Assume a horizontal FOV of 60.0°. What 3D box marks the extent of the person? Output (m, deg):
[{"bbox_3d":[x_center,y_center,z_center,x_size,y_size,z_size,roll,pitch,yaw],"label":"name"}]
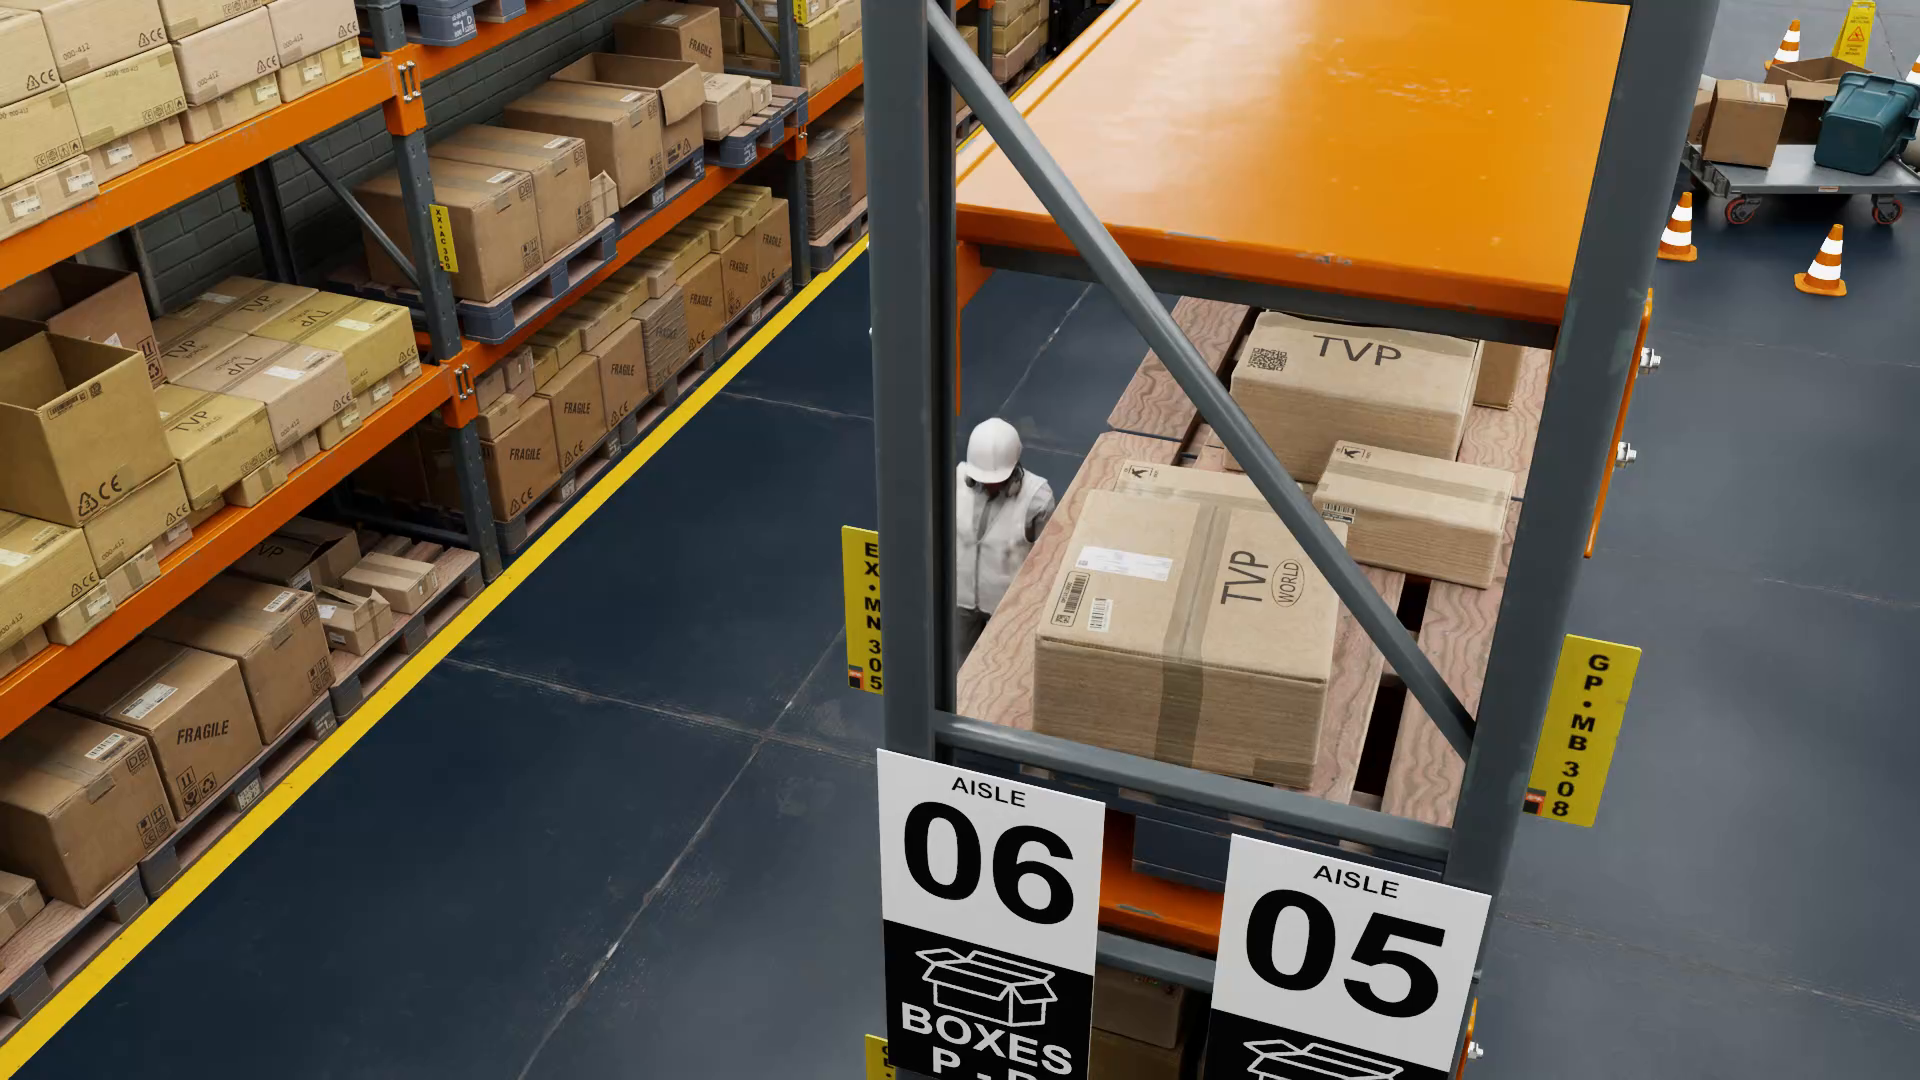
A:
[{"bbox_3d":[0.151,0.242,7.194,0.538,1.759,0.379,12,35,17],"label":"person"}]
